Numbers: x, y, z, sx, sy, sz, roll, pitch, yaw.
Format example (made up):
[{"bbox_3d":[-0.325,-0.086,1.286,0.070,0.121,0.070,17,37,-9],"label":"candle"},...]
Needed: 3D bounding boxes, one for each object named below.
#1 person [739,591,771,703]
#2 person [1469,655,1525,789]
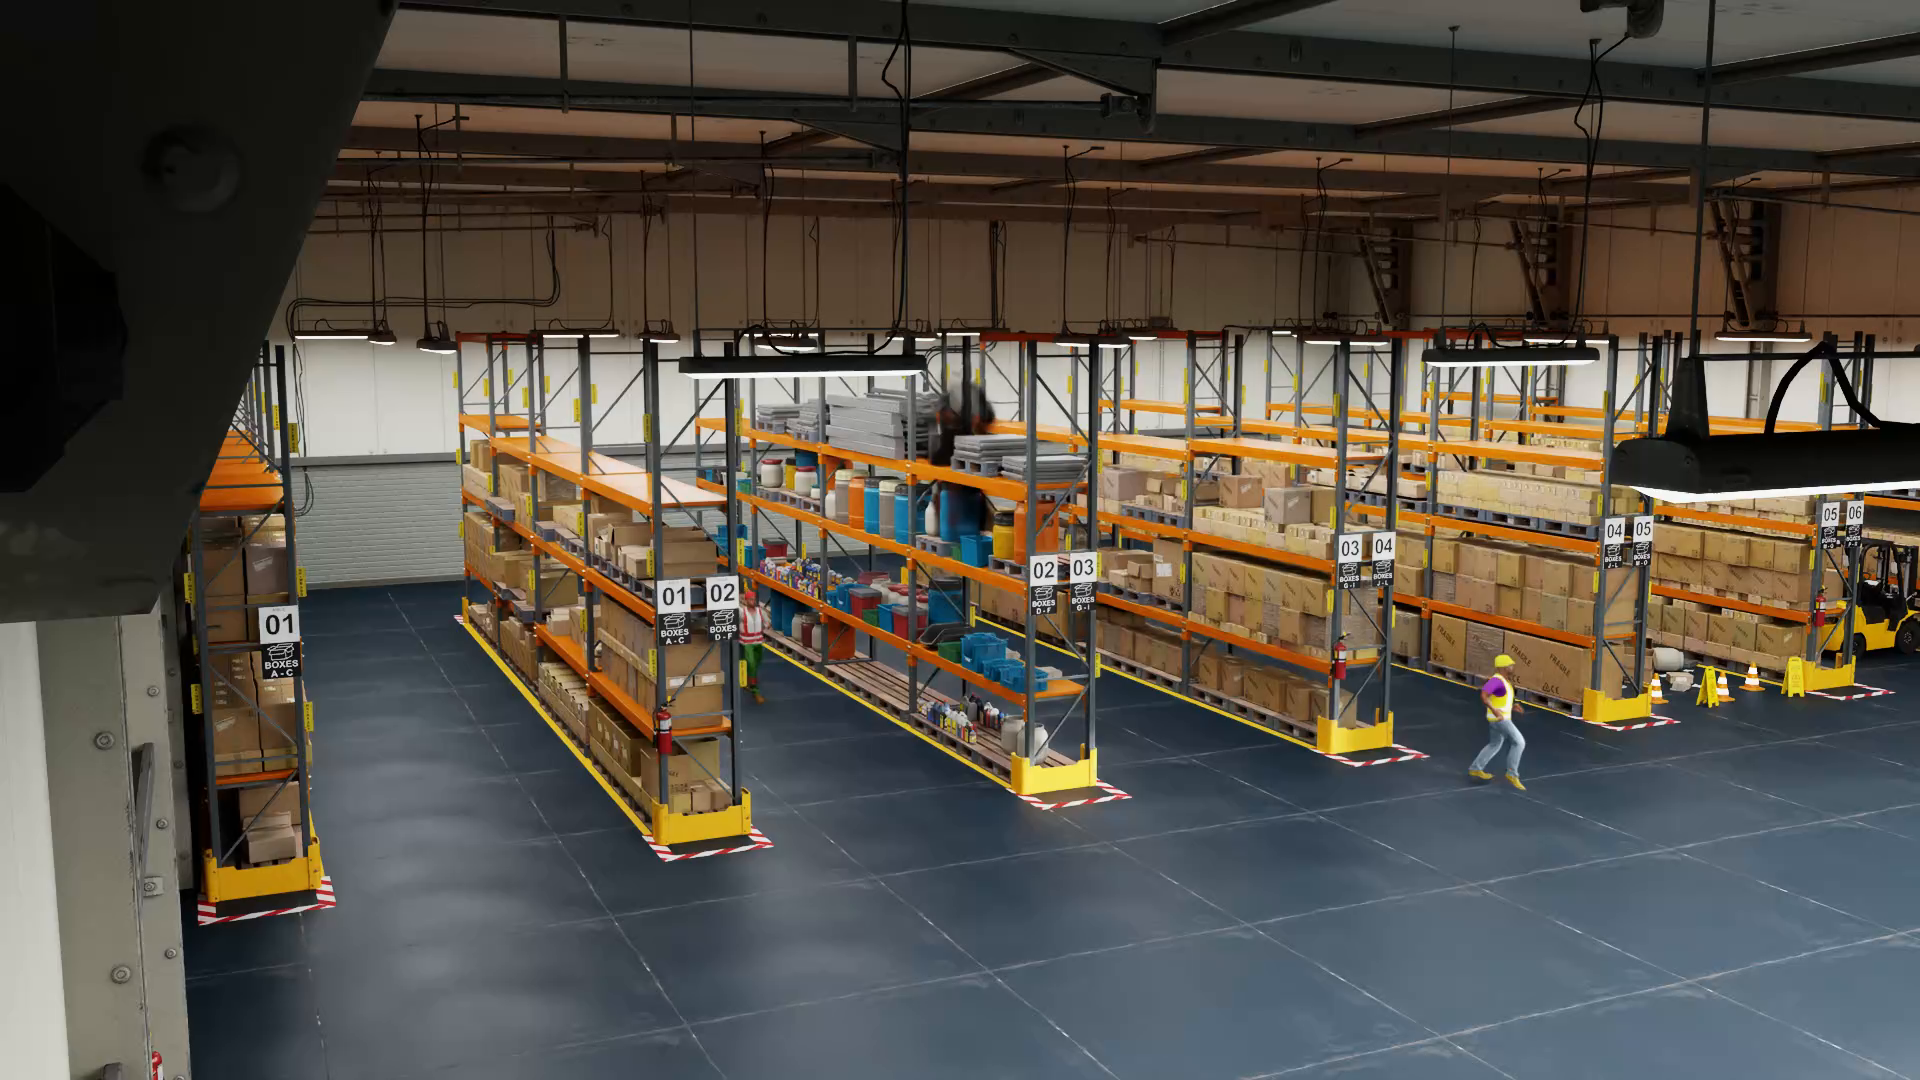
[{"bbox_3d":[-3.435,1.721,27.437,0.658,1.786,0.979,-5,9,-35],"label":"person"},{"bbox_3d":[7.305,2.448,22.525,0.732,1.806,0.705,3,8,18],"label":"person"}]
